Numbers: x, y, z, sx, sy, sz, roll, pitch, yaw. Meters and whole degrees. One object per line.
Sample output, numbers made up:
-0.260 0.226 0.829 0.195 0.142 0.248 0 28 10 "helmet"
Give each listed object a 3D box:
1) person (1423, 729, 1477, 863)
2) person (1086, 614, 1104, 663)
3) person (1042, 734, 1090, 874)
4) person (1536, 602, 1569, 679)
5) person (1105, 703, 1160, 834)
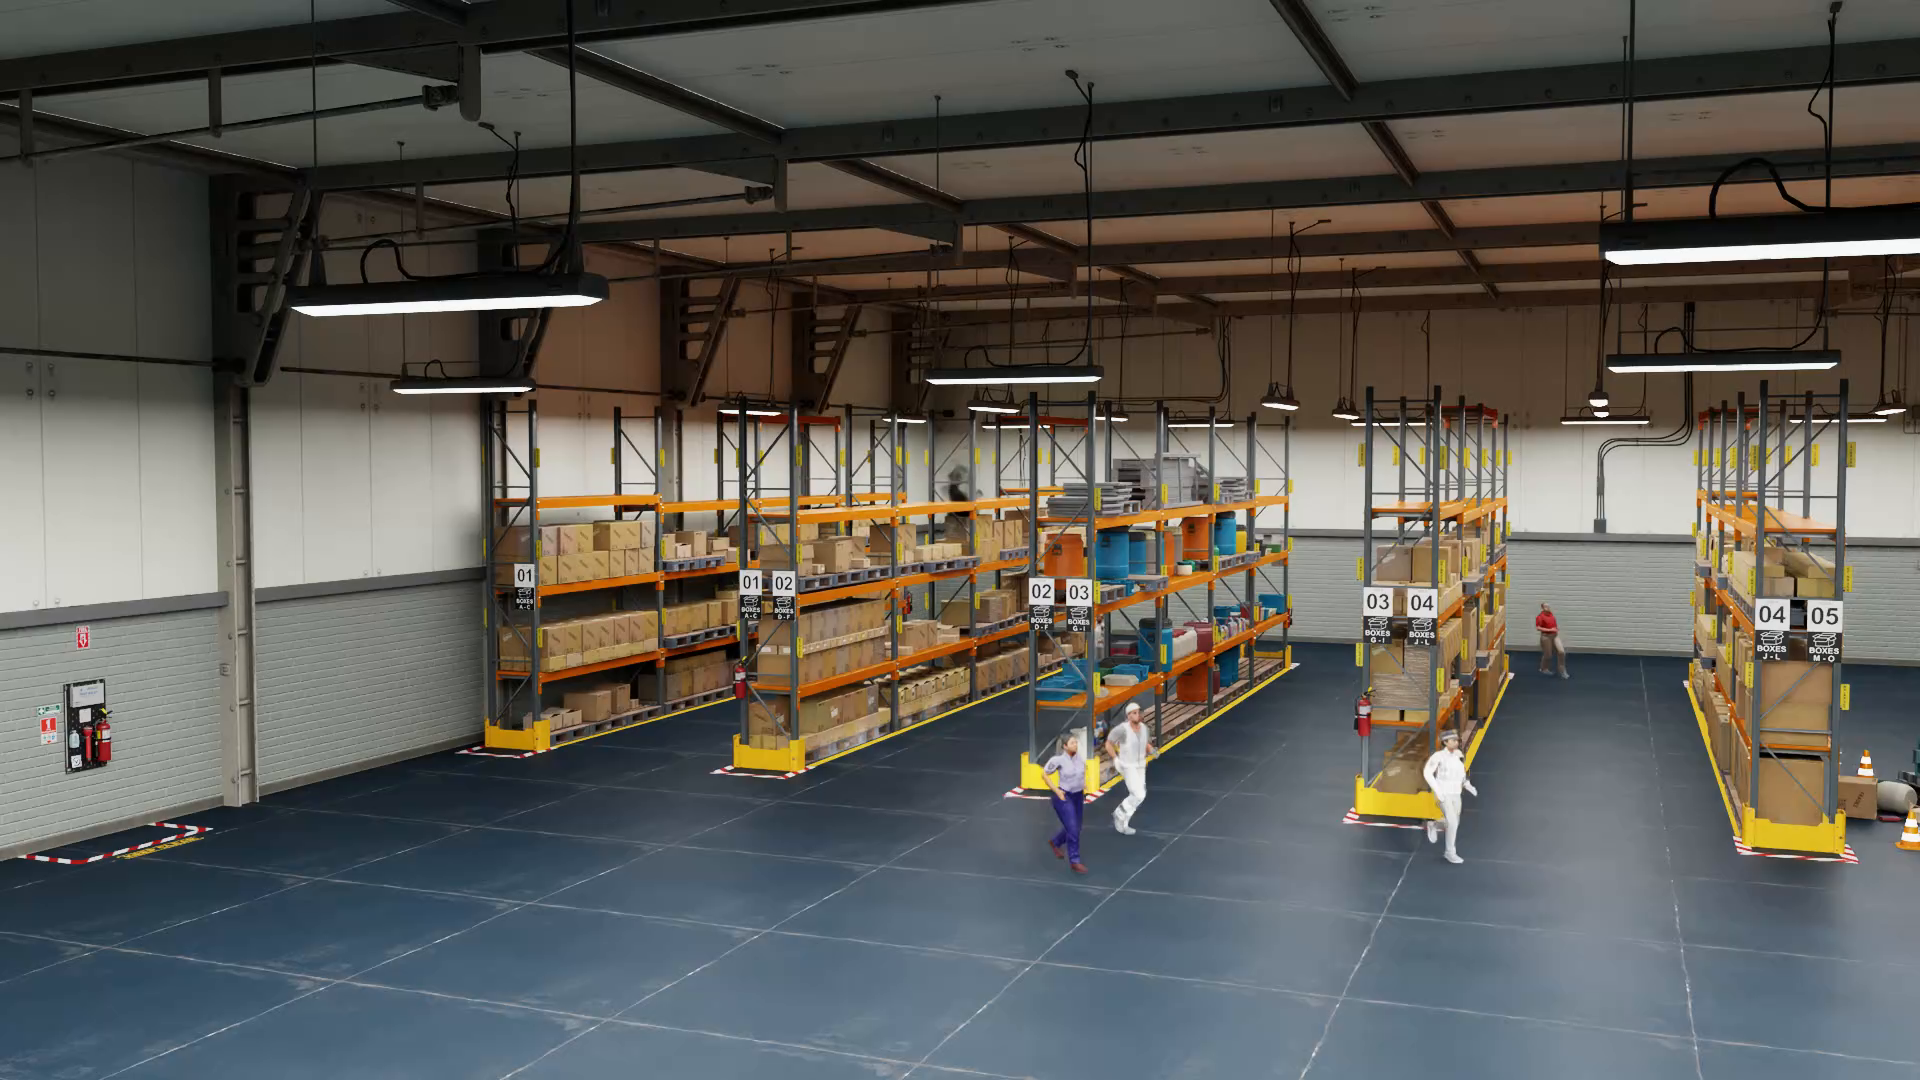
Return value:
6.044 3.160 20.811 0.602 1.657 0.708 -1 3 -26 "person"
3.030 2.355 36.587 0.543 1.650 0.715 1 3 11 "person"
1.310 3.190 20.291 0.611 1.652 0.755 -3 4 -42 "person"
13.420 2.278 37.866 0.676 1.710 0.839 -1 3 -21 "person"
2.338 3.030 22.030 0.632 1.748 0.601 -2 4 -38 "person"
